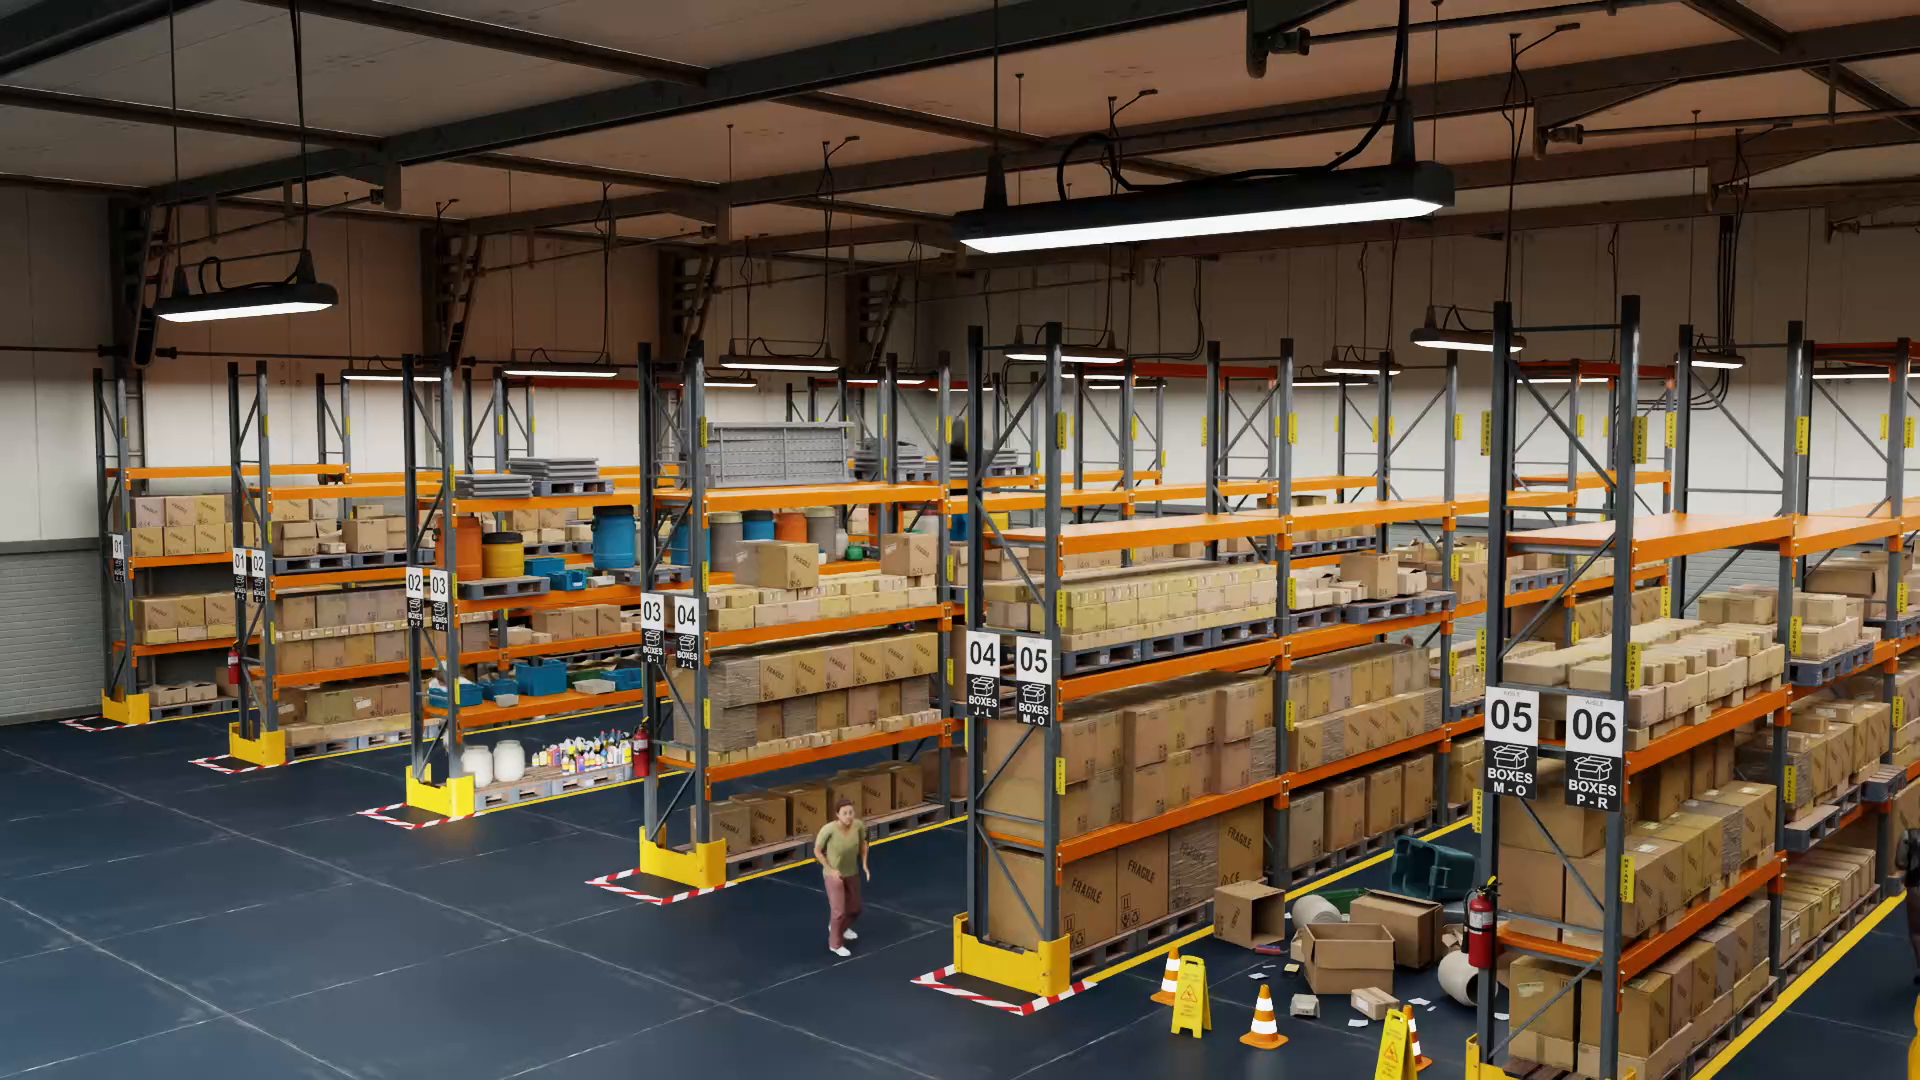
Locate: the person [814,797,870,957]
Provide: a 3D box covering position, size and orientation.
[{"bbox_3d":[-1.174,3.204,16.013,0.570,1.574,0.767,-2,5,-29],"label":"person"}]

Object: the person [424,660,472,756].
[{"bbox_3d":[-7.282,2.550,23.830,0.656,1.709,0.958,2,5,25],"label":"person"}]

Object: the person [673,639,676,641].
[{"bbox_3d":[-5.591,1.779,33.967,0.675,1.793,0.709,2,5,29],"label":"person"}]

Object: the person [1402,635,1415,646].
[{"bbox_3d":[7.957,2.313,28.929,1.046,1.384,0.544,-3,5,-34],"label":"person"}]

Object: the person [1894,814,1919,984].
[{"bbox_3d":[8.983,3.263,15.293,0.694,1.550,0.868,2,5,26],"label":"person"}]
